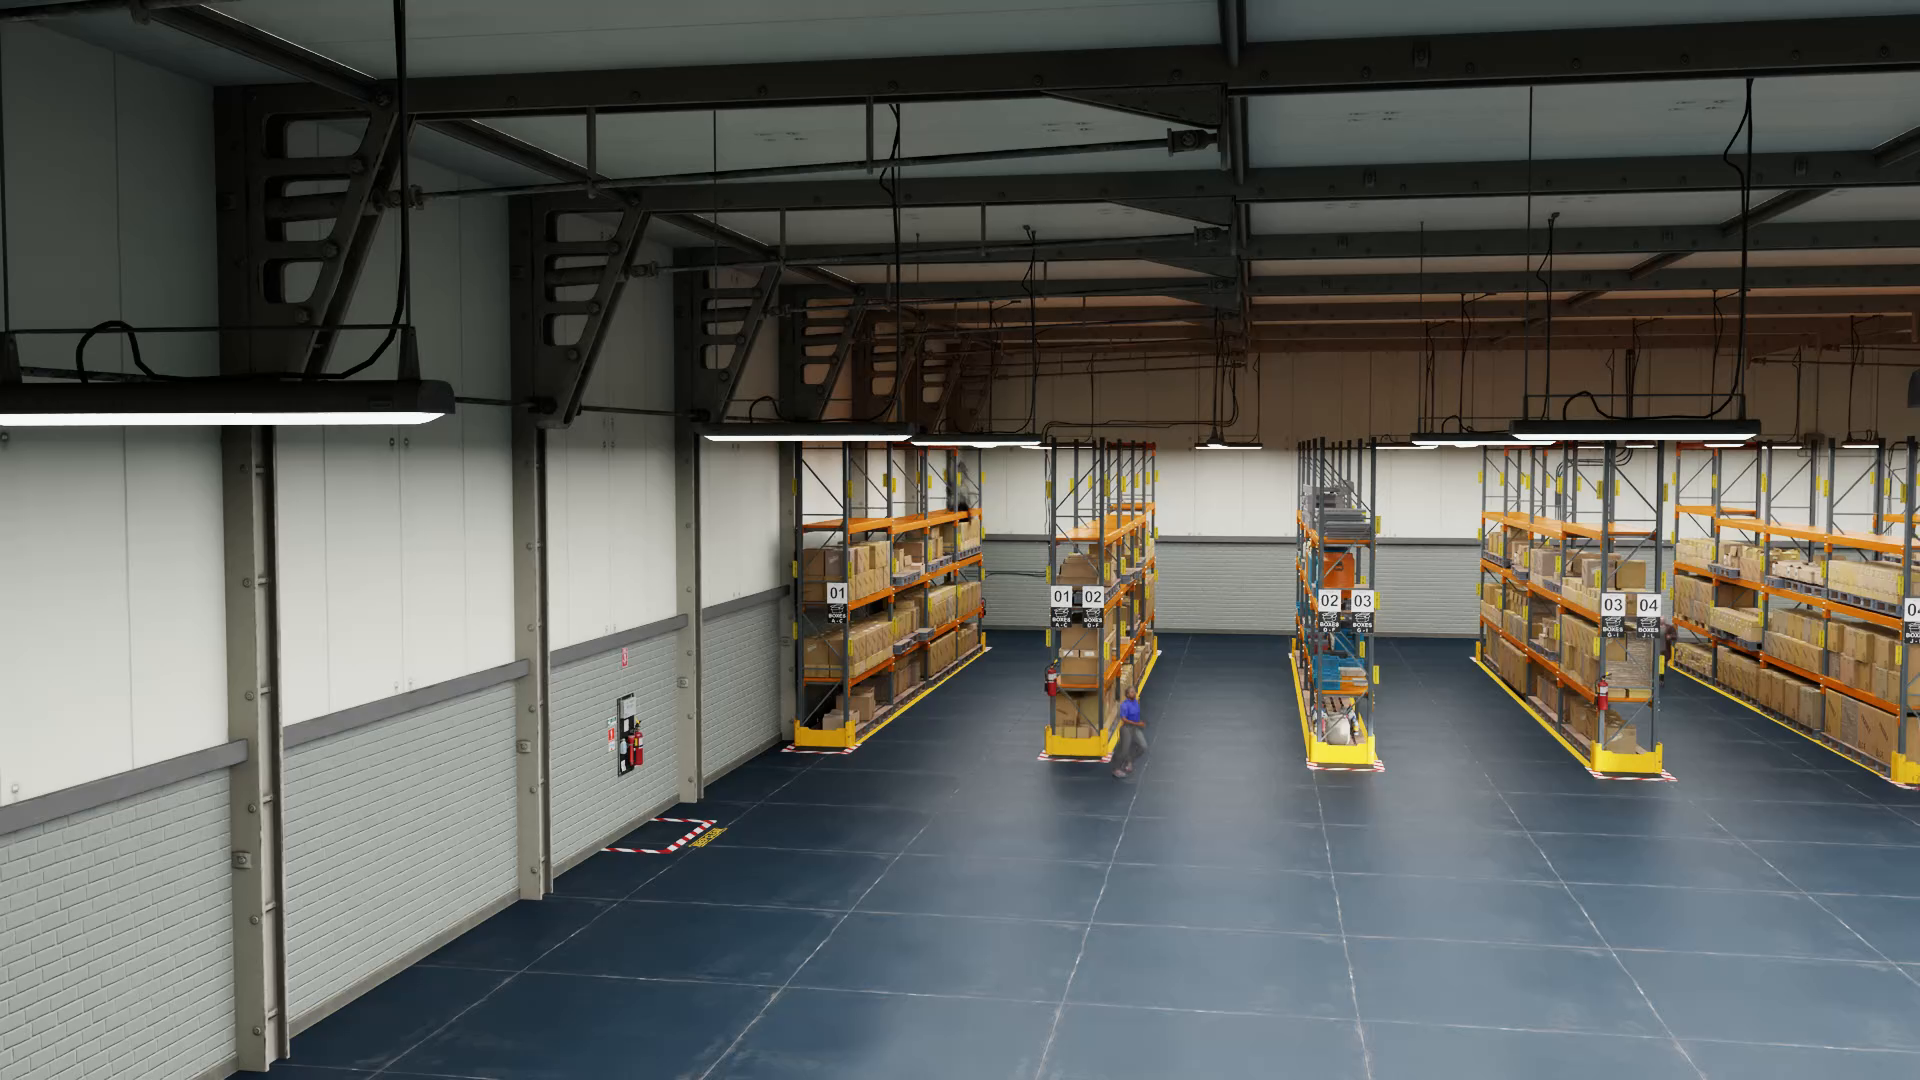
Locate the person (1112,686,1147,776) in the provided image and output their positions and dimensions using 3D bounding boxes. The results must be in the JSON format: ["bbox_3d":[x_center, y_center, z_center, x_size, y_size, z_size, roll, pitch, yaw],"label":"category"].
[{"bbox_3d":[3.024,3.365,29.224,0.592,1.595,0.753,-3,4,-42],"label":"person"}]

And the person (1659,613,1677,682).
[{"bbox_3d":[17.058,2.718,40.424,0.668,1.464,0.799,0,3,7],"label":"person"}]
